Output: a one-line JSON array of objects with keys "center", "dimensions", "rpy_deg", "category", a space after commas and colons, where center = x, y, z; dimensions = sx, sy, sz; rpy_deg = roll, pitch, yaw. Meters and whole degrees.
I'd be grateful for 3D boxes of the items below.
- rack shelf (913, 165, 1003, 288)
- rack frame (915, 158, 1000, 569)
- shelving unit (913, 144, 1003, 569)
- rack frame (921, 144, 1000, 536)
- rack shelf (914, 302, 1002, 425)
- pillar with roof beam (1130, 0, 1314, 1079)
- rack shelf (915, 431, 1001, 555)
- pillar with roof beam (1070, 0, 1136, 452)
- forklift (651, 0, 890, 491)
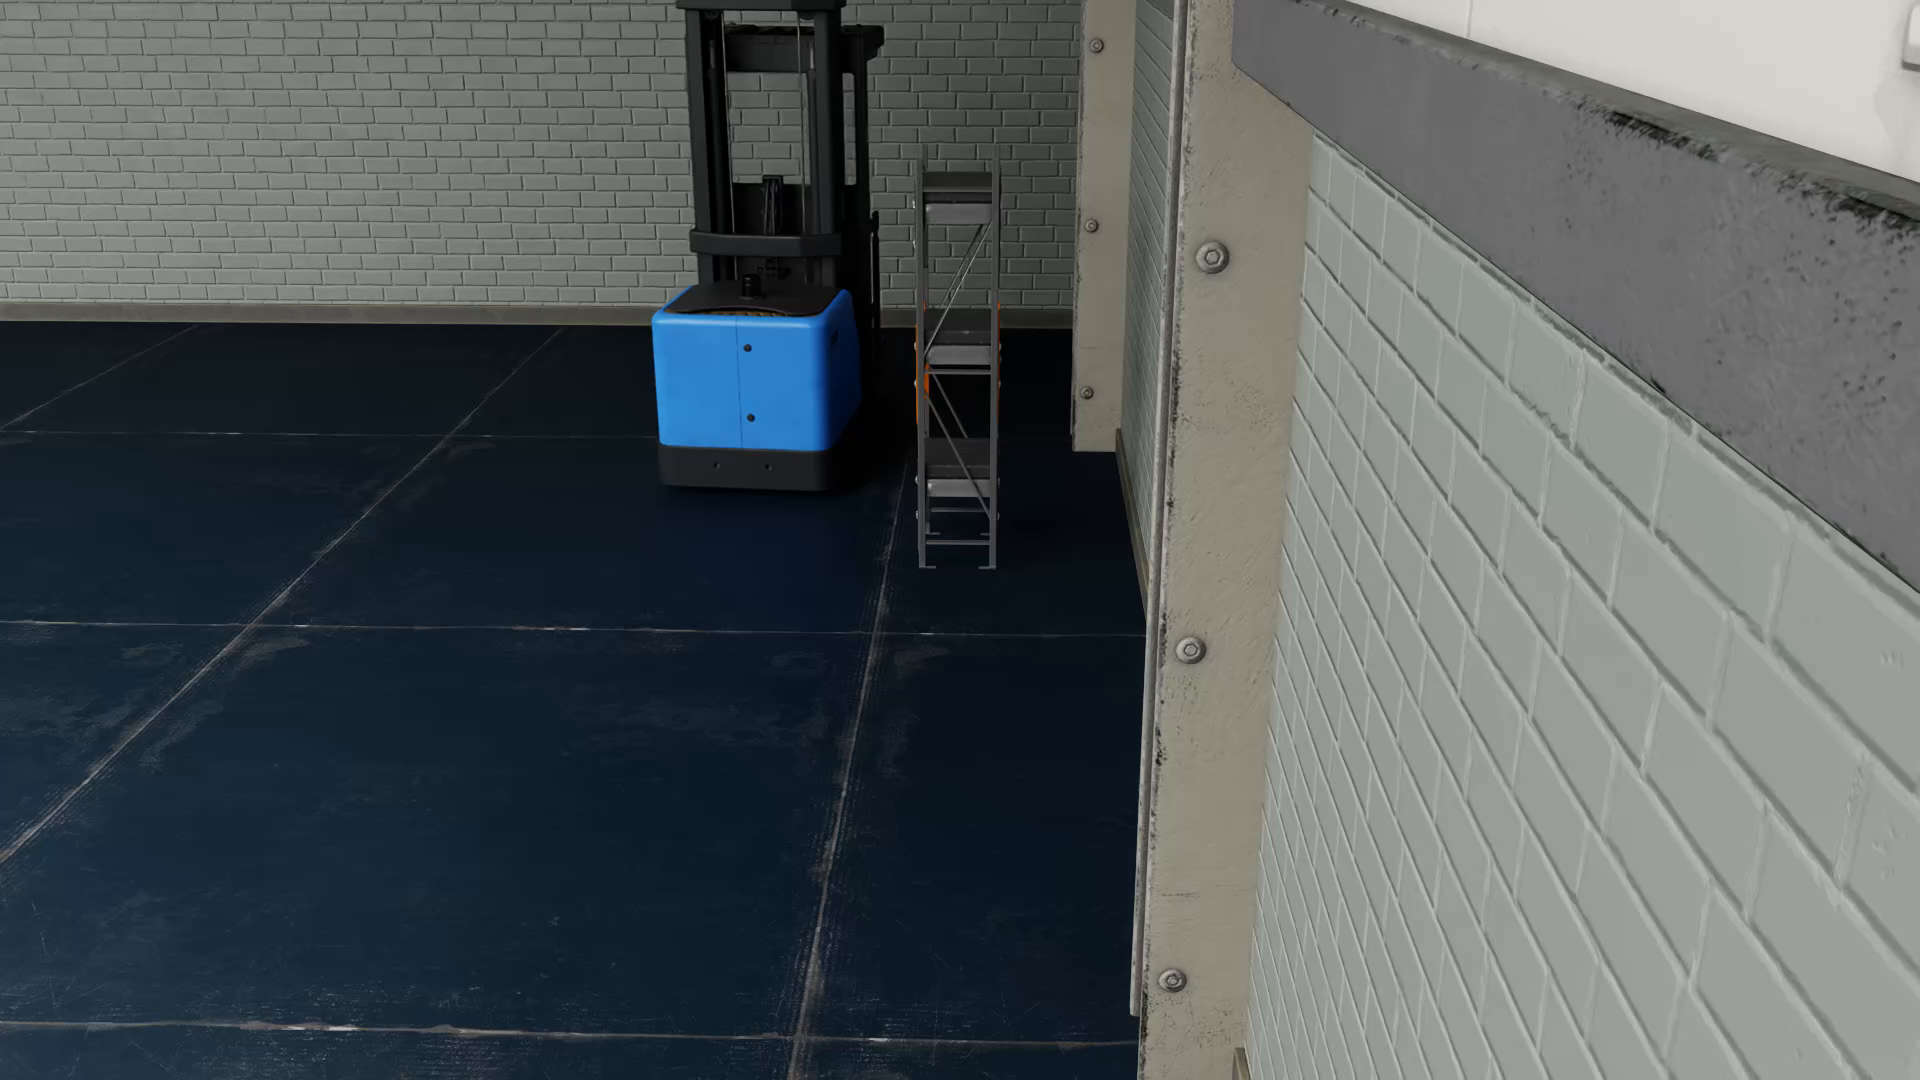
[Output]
[{"center": [-0.005, -1.559, 8.247], "dimensions": [0.431, 0.518, 0.480], "rpy_deg": [1, 21, 2], "category": "rack shelf"}, {"center": [-0.012, -0.831, 8.267], "dimensions": [0.400, 2.100, 0.015], "rpy_deg": [1, 21, 2], "category": "rack frame"}, {"center": [-0.005, -0.919, 8.495], "dimensions": [0.431, 2.100, 0.503], "rpy_deg": [1, 21, 2], "category": "shelving unit"}, {"center": [0.002, -1.007, 8.722], "dimensions": [0.400, 2.100, 0.015], "rpy_deg": [1, 21, 2], "category": "rack frame"}, {"center": [-0.005, -0.906, 8.500], "dimensions": [0.431, 0.518, 0.480], "rpy_deg": [1, 21, 2], "category": "rack shelf"}, {"center": [-3.619, -2.703, 3.556], "dimensions": [9.100, 9.000, 0.400], "rpy_deg": [1, 21, 2], "category": "pillar with roof beam"}, {"center": [-0.005, -0.254, 8.753], "dimensions": [0.431, 0.518, 0.480], "rpy_deg": [1, 21, 2], "category": "rack shelf"}, {"center": [-3.436, -4.873, 9.147], "dimensions": [9.100, 9.000, 0.400], "rpy_deg": [1, 21, 2], "category": "pillar with roof beam"}, {"center": [-1.069, -2.139, 10.490], "dimensions": [1.130, 2.935, 3.031], "rpy_deg": [2, 21, 6], "category": "forklift"}]
